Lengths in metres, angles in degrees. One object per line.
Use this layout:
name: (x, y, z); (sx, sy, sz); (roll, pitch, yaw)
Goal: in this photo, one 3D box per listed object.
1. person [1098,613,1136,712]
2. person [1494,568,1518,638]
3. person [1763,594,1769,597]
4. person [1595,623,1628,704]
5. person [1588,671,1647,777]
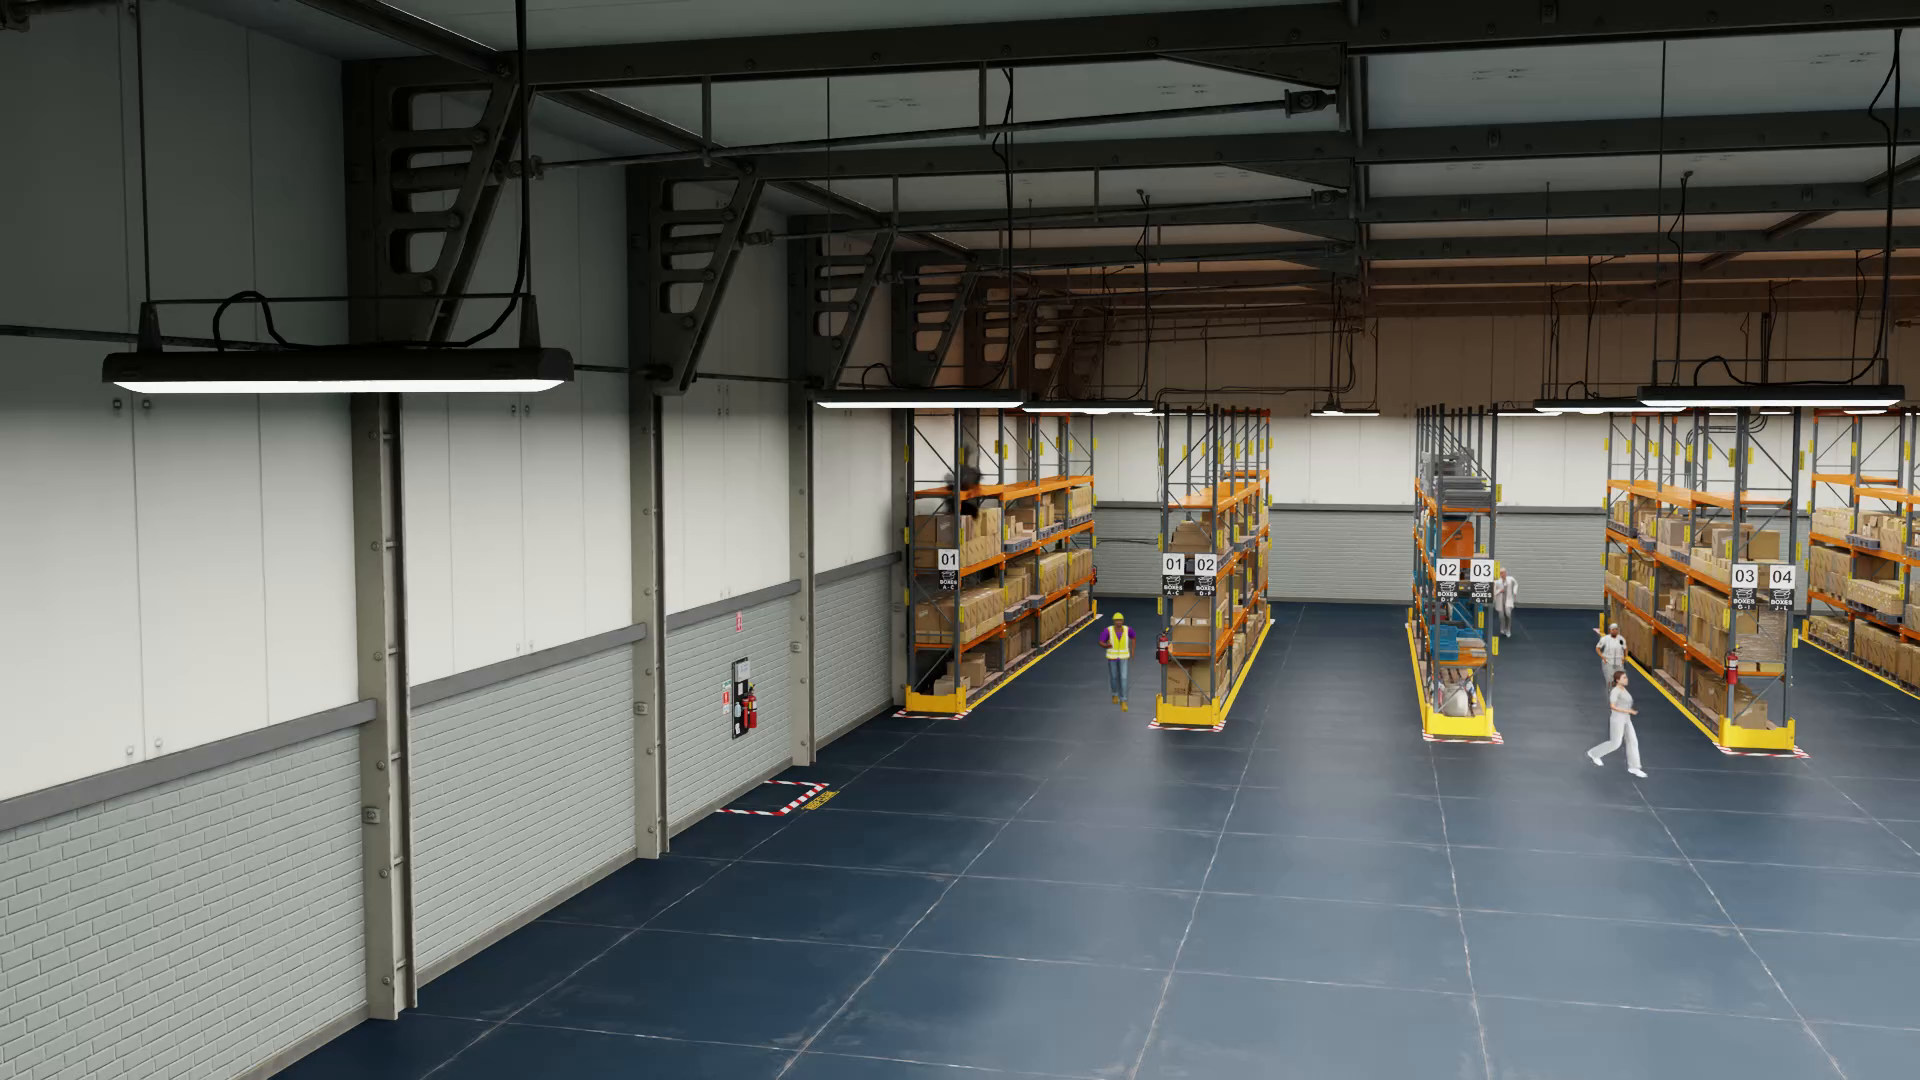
person: (2.979, 2.275, 31.434); (0.727, 1.827, 0.856); (0, 4, 2)
person: (14.332, 1.646, 43.841); (0.685, 1.826, 0.799); (1, 4, 17)
person: (21.481, 1.676, 44.408); (0.554, 1.616, 0.788); (0, 4, -6)
person: (13.067, 2.482, 33.347); (0.614, 1.638, 0.598); (1, 4, 7)
person: (10.619, 2.938, 26.803); (0.579, 1.677, 0.952); (-4, 6, -45)
